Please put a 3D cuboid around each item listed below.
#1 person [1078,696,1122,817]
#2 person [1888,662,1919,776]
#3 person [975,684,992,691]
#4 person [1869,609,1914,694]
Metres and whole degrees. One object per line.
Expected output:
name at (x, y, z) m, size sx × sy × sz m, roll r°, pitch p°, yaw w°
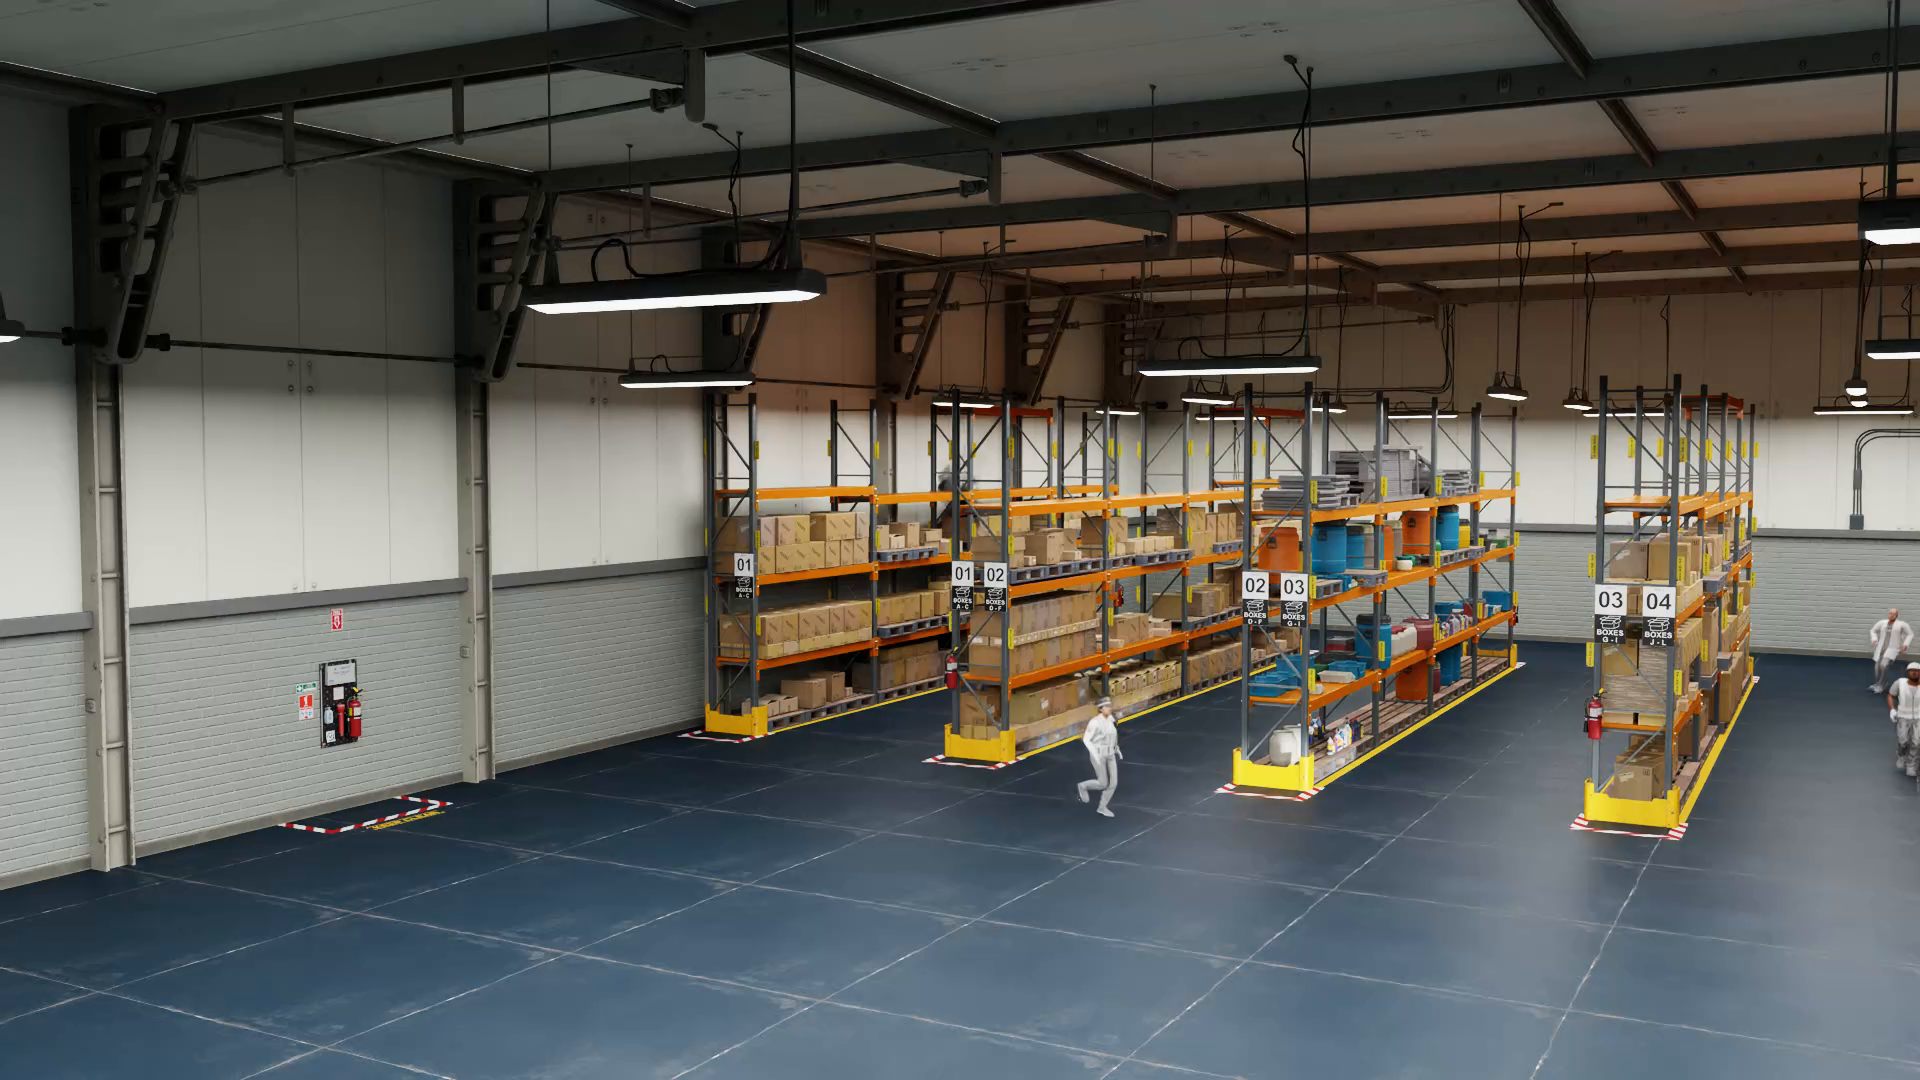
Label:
person at (1.917, 2.954, 22.897) m, size 0.607 × 1.651 × 0.586 m, roll -2°, pitch 4°, yaw -38°
person at (14.659, 2.748, 25.576) m, size 0.682 × 1.746 × 0.589 m, roll 2°, pitch 3°, yaw 27°
person at (0.484, 2.471, 31.243) m, size 0.668 × 1.689 × 0.803 m, roll 1°, pitch 3°, yaw 18°
person at (19.124, 2.296, 34.230) m, size 0.705 × 1.777 × 0.773 m, roll -2°, pitch 4°, yaw -39°
